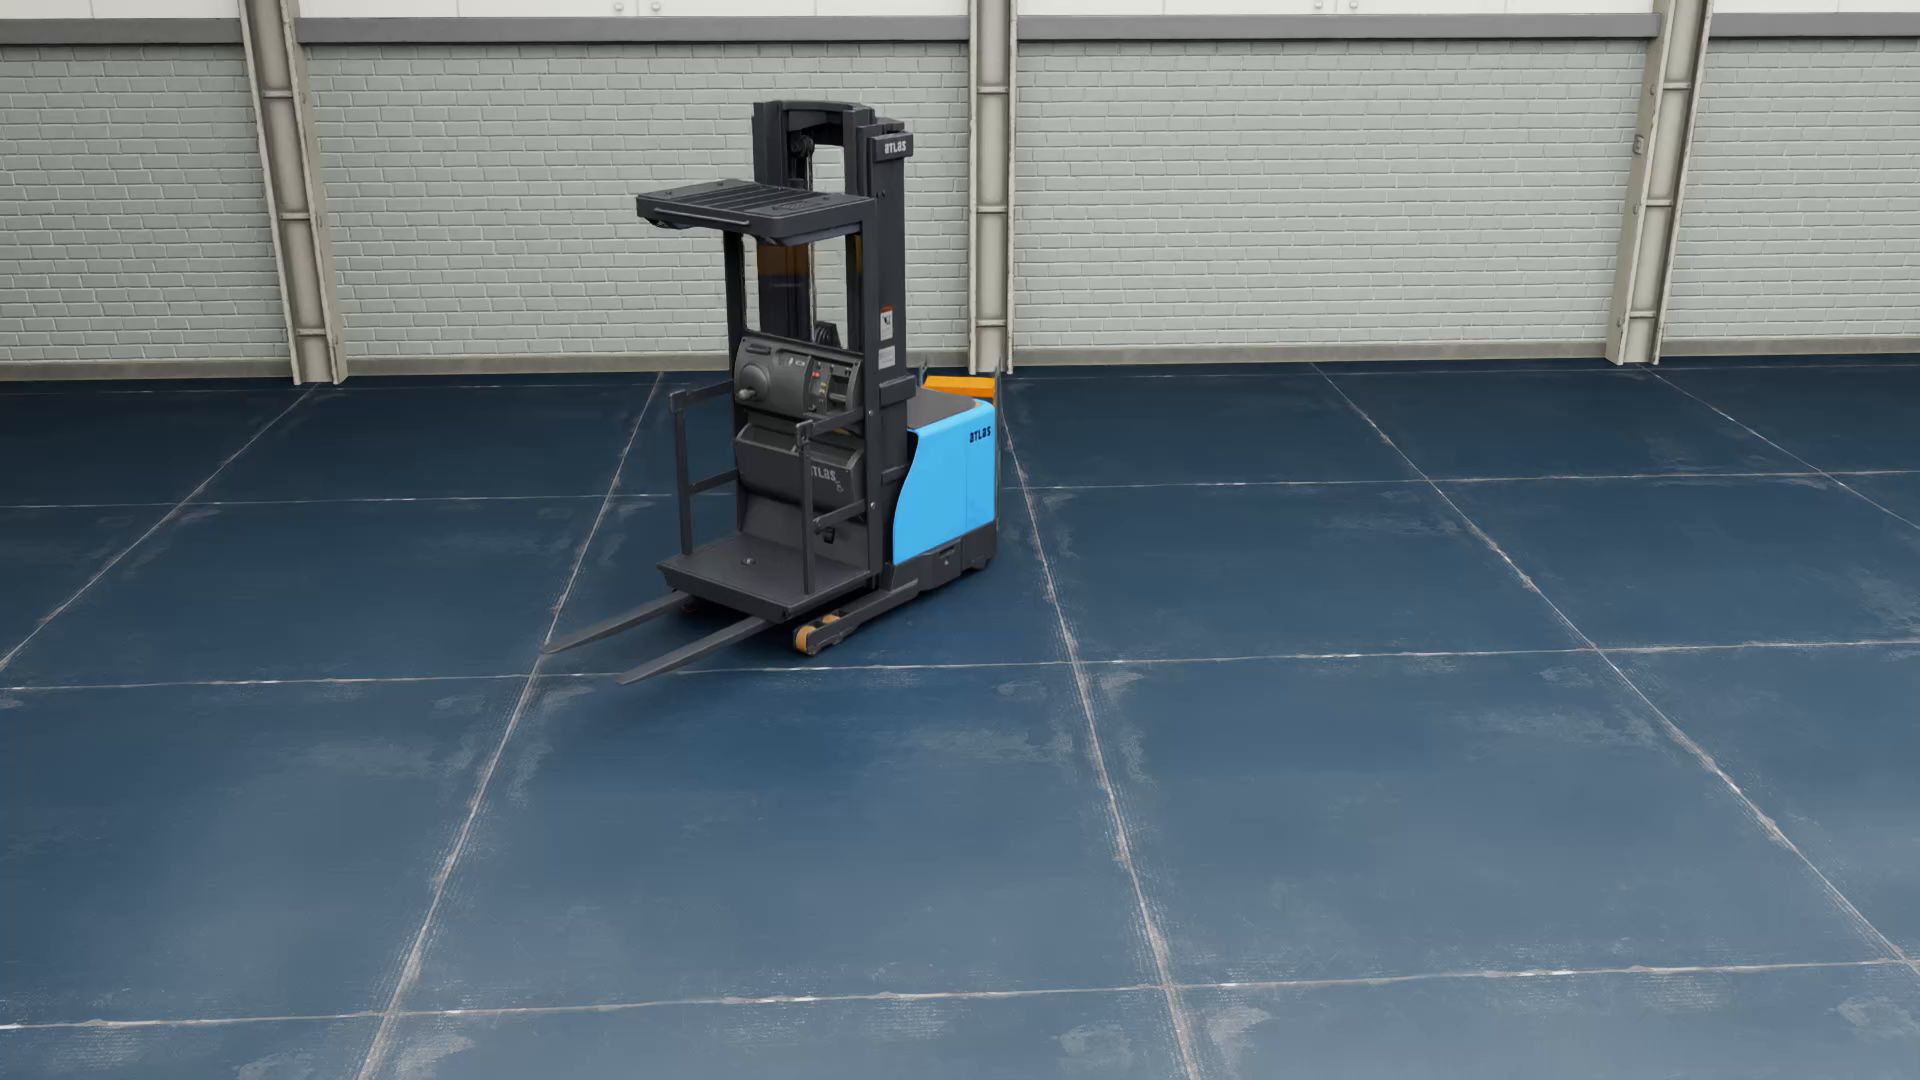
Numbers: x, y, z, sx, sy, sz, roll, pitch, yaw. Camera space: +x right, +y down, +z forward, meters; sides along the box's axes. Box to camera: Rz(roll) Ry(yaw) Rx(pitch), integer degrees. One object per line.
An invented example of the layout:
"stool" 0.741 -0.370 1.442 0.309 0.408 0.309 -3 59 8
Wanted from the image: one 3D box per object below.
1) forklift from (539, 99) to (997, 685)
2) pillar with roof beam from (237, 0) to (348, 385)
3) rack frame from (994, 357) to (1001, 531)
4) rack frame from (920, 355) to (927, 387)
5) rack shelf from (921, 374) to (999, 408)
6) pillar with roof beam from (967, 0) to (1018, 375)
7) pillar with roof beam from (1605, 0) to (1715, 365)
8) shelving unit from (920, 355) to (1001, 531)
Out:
"forklift" -1.069 -0.916 9.407 1.130 2.935 3.031 16 26 35
"pillar with roof beam" -5.470 -4.111 9.272 0.400 9.000 9.100 -1 21 -3
"rack frame" 0.245 -0.596 11.001 0.015 1.200 0.240 3 21 7
"rack frame" -0.238 -0.619 11.060 0.015 1.200 0.240 3 21 7
"rack shelf" 0.003 -0.975 10.891 0.480 0.148 0.258 3 21 7
"pillar with roof beam" 0.520 -4.233 9.592 0.400 9.000 9.100 -1 21 -3
"pillar with roof beam" 6.511 -4.355 9.912 0.400 9.000 9.100 -1 21 -3
"shelving unit" 0.003 -0.608 11.030 0.503 1.200 0.258 3 21 7
